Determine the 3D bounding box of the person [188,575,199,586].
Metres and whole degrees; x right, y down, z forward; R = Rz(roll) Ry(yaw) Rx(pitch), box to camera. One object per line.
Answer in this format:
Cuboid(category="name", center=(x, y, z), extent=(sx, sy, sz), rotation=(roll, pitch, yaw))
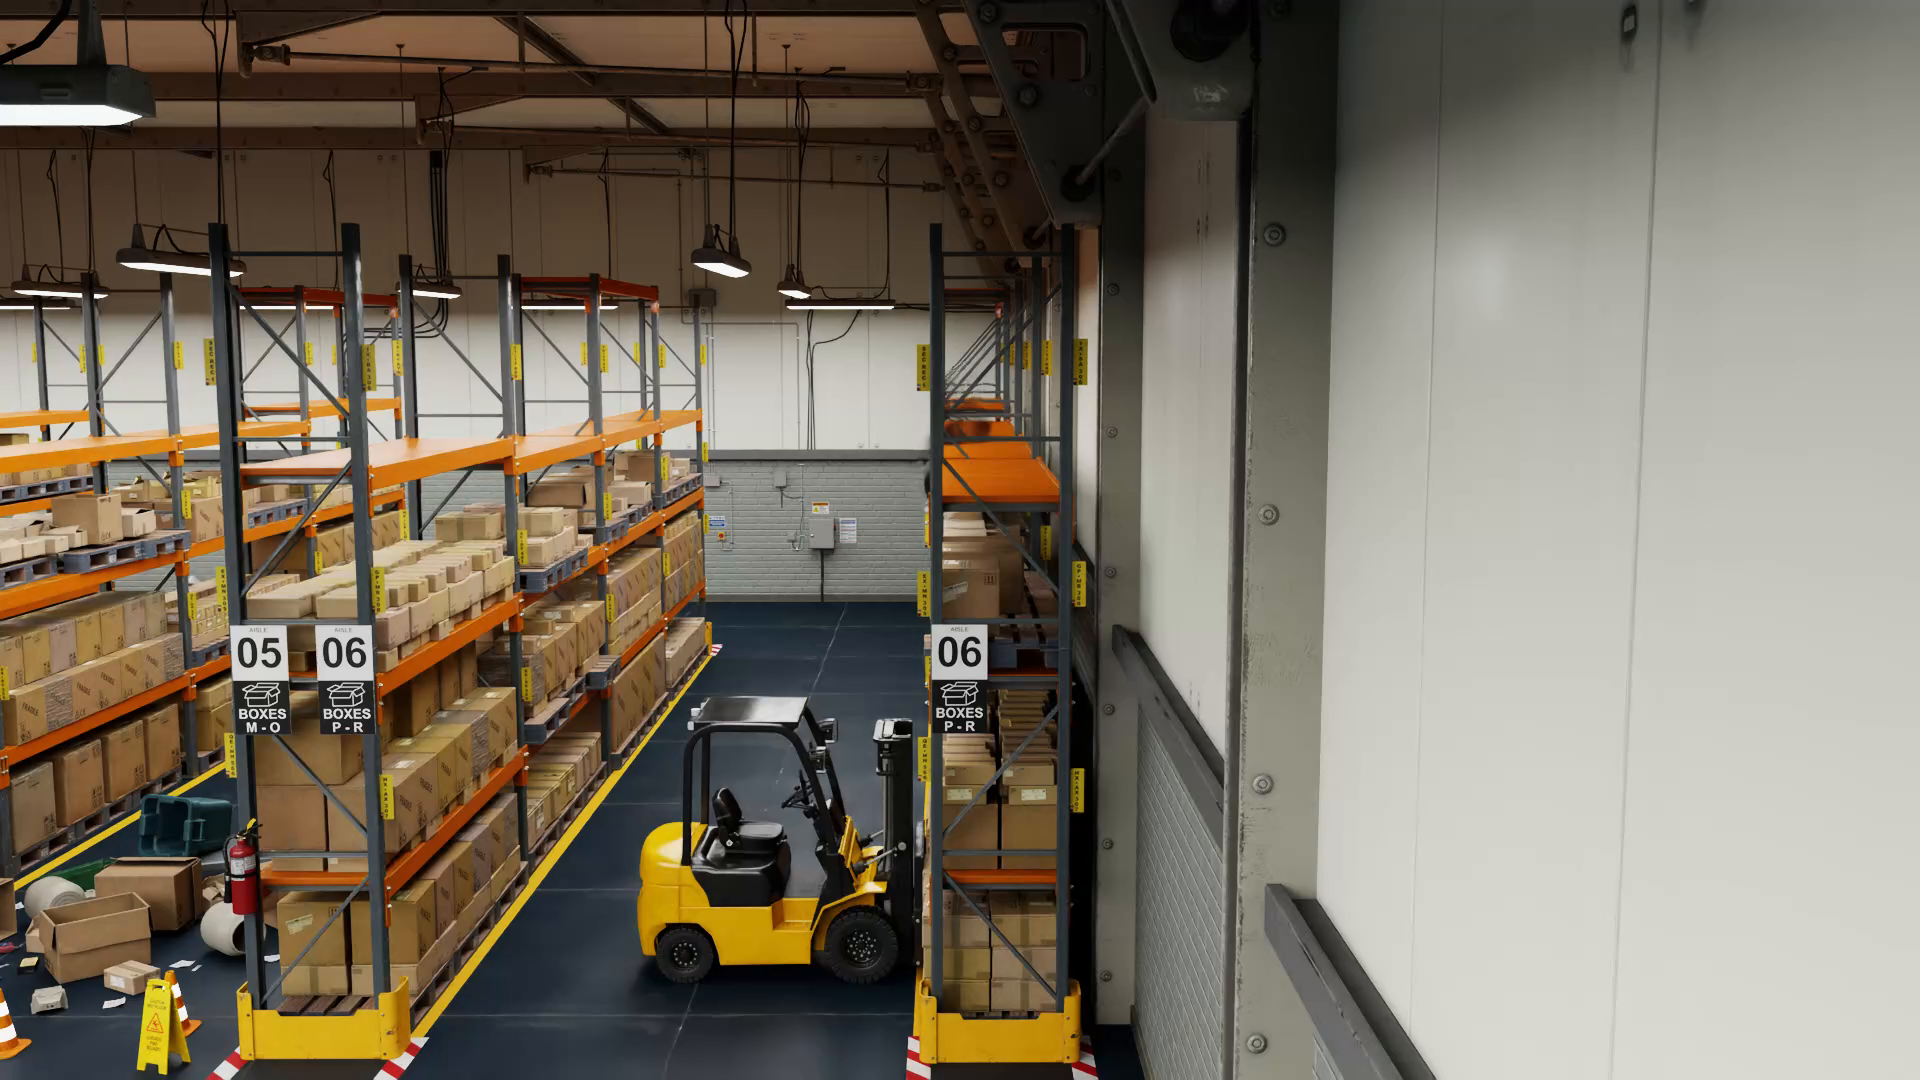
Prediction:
Cuboid(category="person", center=(-11.458, 1.407, 24.848), extent=(0.691, 1.773, 0.701), rotation=(0, 7, 1))
